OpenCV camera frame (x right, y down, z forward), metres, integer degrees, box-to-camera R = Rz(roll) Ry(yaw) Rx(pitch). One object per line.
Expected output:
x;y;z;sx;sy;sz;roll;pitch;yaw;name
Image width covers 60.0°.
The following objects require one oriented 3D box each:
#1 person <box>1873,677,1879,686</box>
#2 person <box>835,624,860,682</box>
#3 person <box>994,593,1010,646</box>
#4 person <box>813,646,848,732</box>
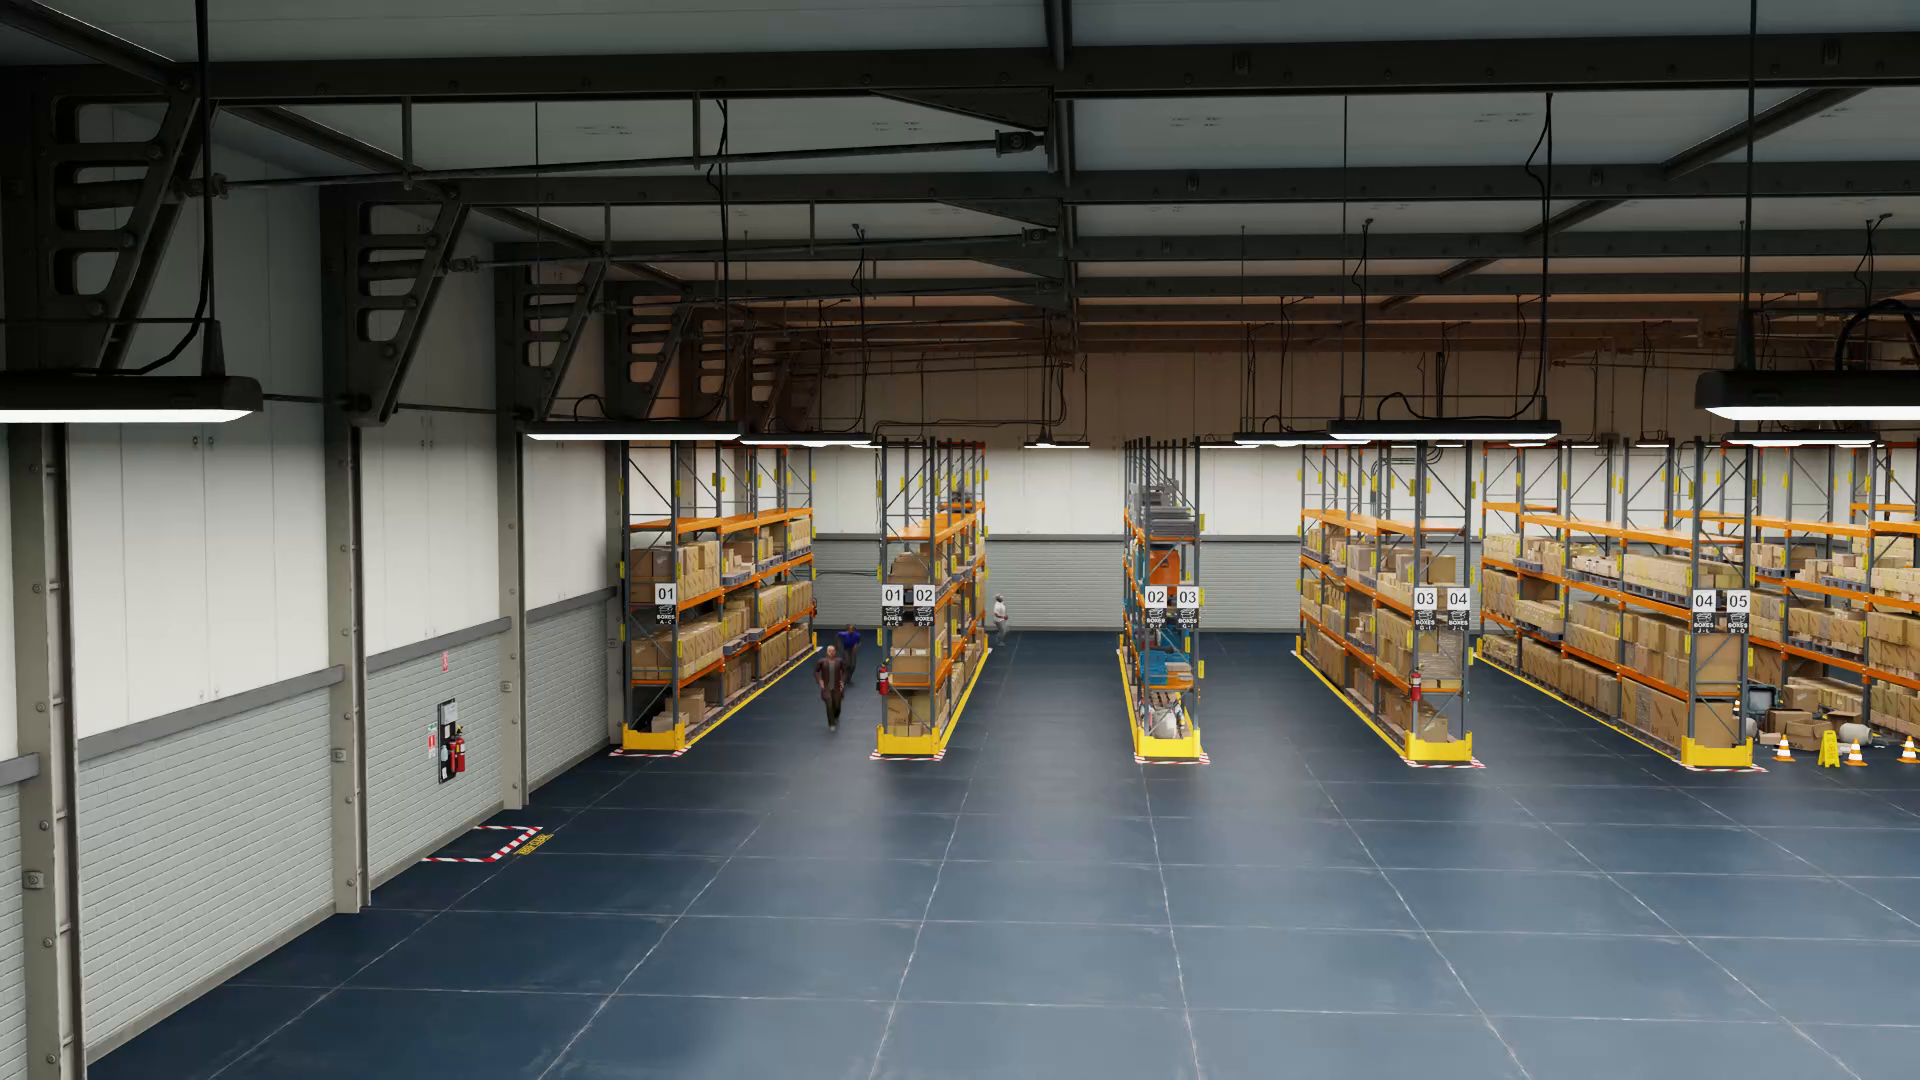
21.085;2.868;37.945;0.533;1.601;0.860;0;3;3;person
-2.759;2.799;40.940;0.602;1.472;0.854;-1;3;-13;person
1.239;2.331;48.621;0.518;1.596;0.780;1;3;22;person
-2.659;3.035;34.084;0.724;1.733;0.645;0;3;-8;person
